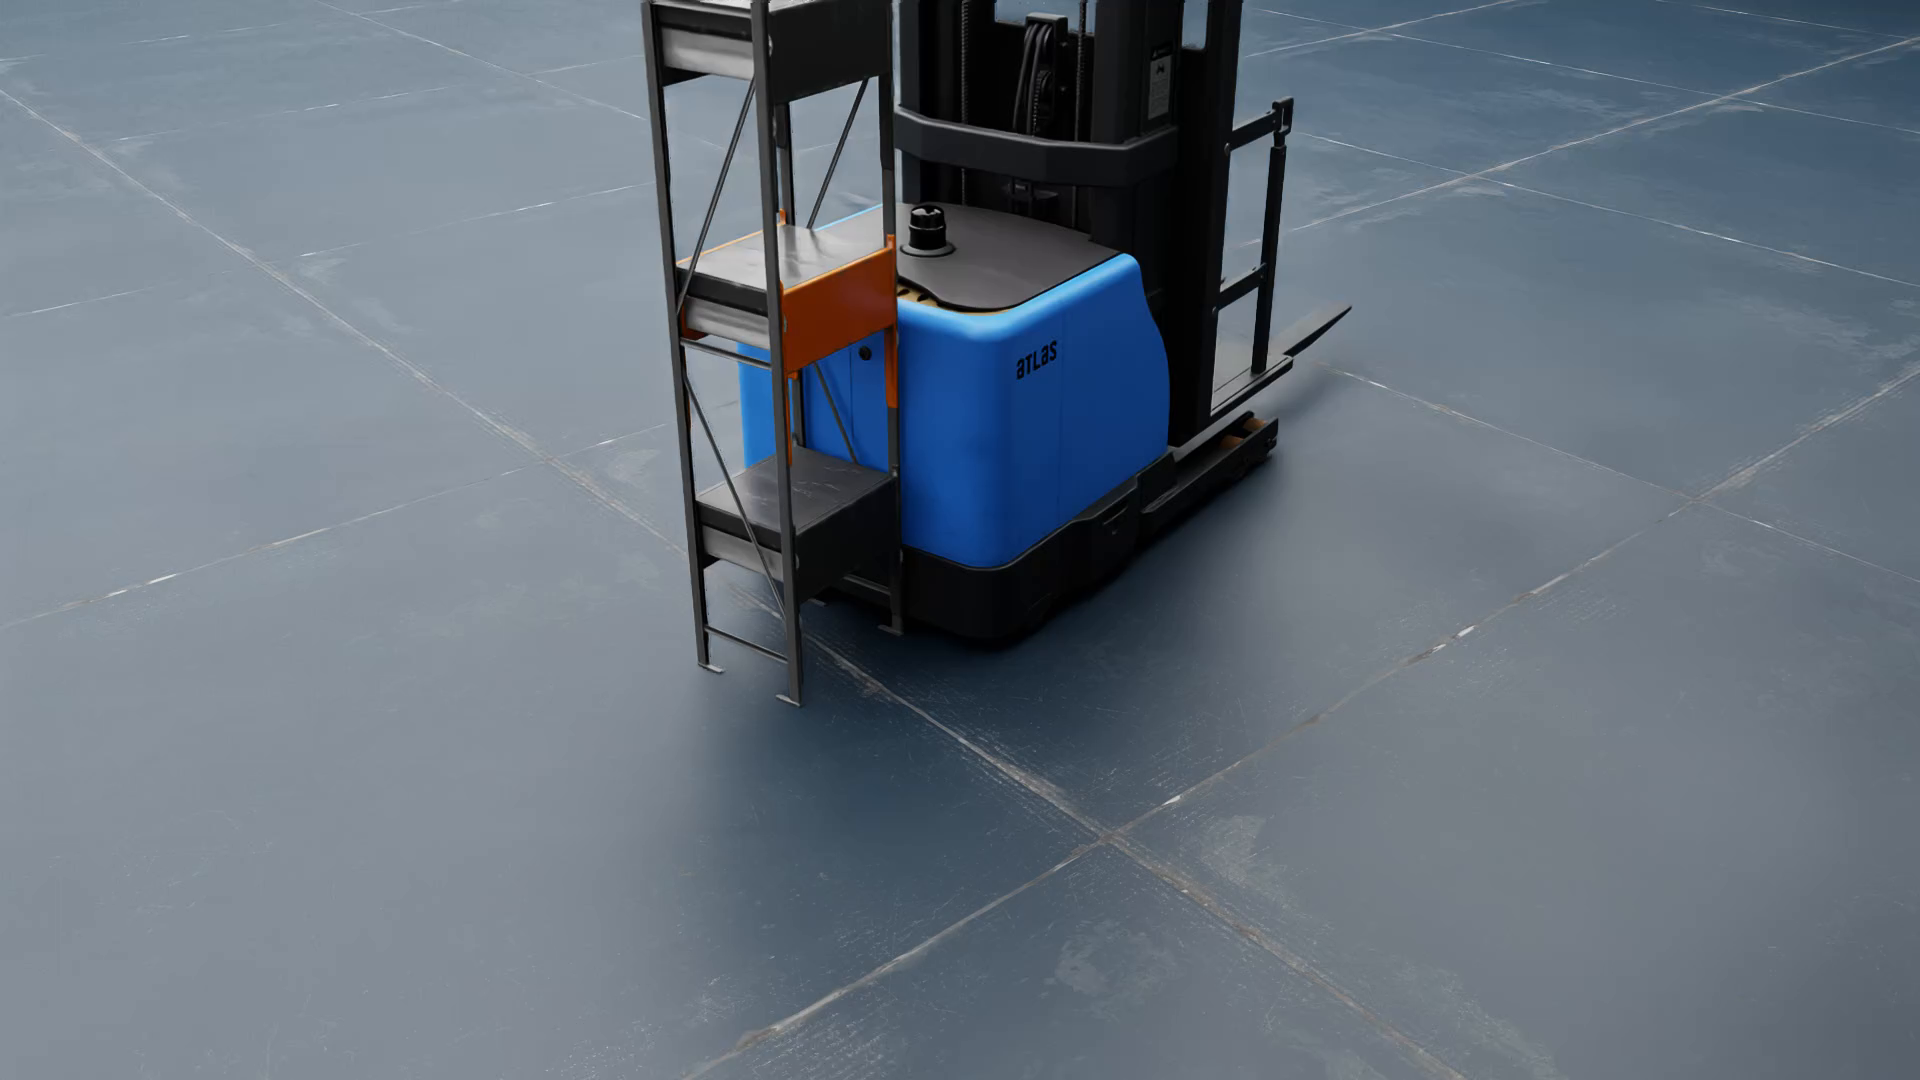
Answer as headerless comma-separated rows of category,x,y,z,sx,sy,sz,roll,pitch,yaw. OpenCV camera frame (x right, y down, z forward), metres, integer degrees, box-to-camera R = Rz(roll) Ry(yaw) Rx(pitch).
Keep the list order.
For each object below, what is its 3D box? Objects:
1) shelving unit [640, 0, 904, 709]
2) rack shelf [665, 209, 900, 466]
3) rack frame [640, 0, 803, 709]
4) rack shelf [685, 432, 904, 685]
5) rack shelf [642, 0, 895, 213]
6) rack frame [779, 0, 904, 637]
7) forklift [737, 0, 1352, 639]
shelving unit,-0.484,-0.586,4.619,0.431,2.100,0.503,19,33,31
rack shelf,-0.484,-0.574,4.625,0.431,0.518,0.480,19,33,31
rack frame,-0.625,-0.492,4.443,0.400,2.100,0.015,19,33,31
rack shelf,-0.484,0.043,4.955,0.431,0.518,0.480,19,33,31
rack shelf,-0.484,-1.191,4.295,0.431,0.518,0.480,19,33,31
rack frame,-0.342,-0.680,4.794,0.400,2.100,0.015,19,33,31
forklift,0.549,-1.632,5.695,1.130,2.935,3.031,19,33,31
